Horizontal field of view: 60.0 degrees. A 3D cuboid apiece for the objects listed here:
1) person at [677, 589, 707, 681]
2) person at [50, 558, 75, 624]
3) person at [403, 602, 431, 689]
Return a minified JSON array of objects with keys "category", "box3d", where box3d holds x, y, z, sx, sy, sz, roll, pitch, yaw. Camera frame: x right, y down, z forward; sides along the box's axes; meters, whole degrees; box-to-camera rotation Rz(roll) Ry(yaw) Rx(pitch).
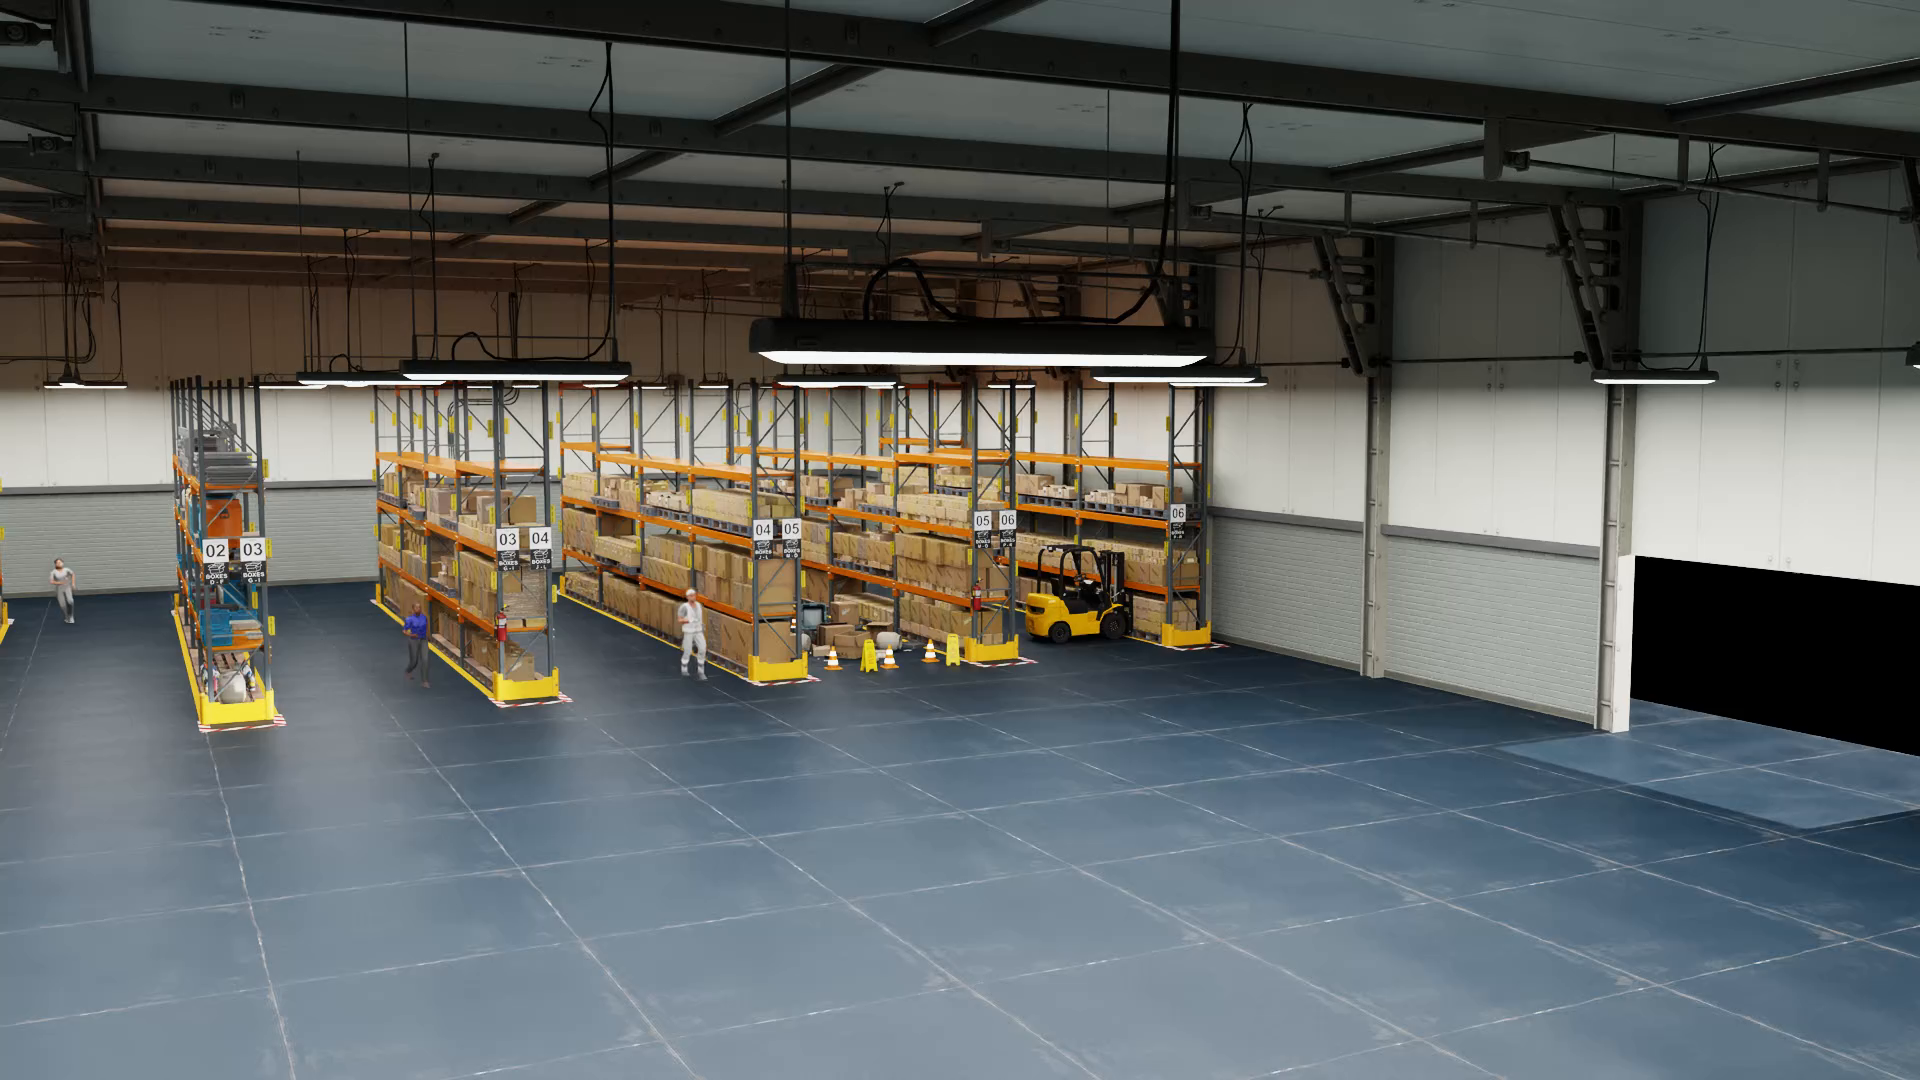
[{"category":"person","box3d":[-5.326,1.891,33.084,0.665,1.858,0.726,-4,6,-37]},{"category":"person","box3d":[-22.094,1.256,40.945,0.540,1.618,0.662,-3,6,-30]},{"category":"person","box3d":[-10.533,2.029,32.305,0.581,1.654,0.892,-4,7,-41]}]
